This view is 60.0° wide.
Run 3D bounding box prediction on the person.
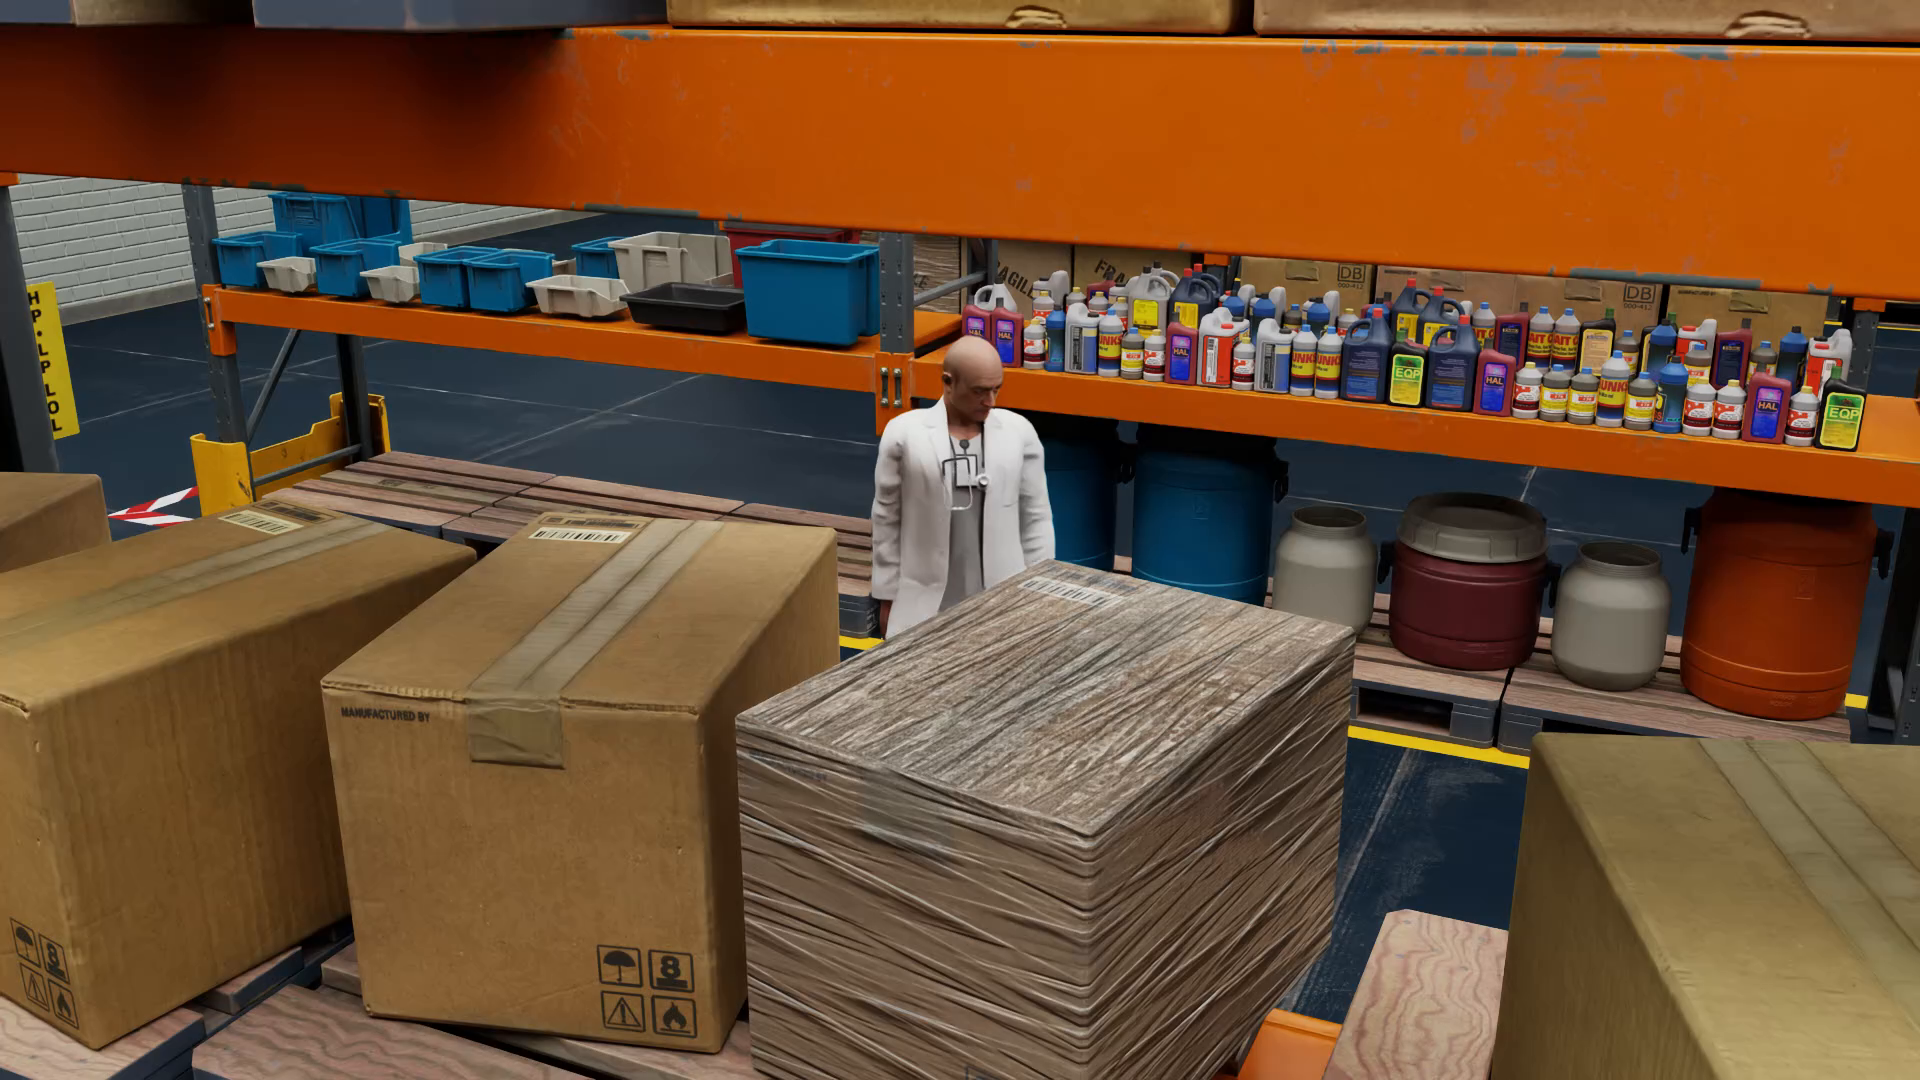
[{"bbox_3d":[0.023,0.207,5.422,0.618,1.763,0.604,-1,19,-4],"label":"person"}]
